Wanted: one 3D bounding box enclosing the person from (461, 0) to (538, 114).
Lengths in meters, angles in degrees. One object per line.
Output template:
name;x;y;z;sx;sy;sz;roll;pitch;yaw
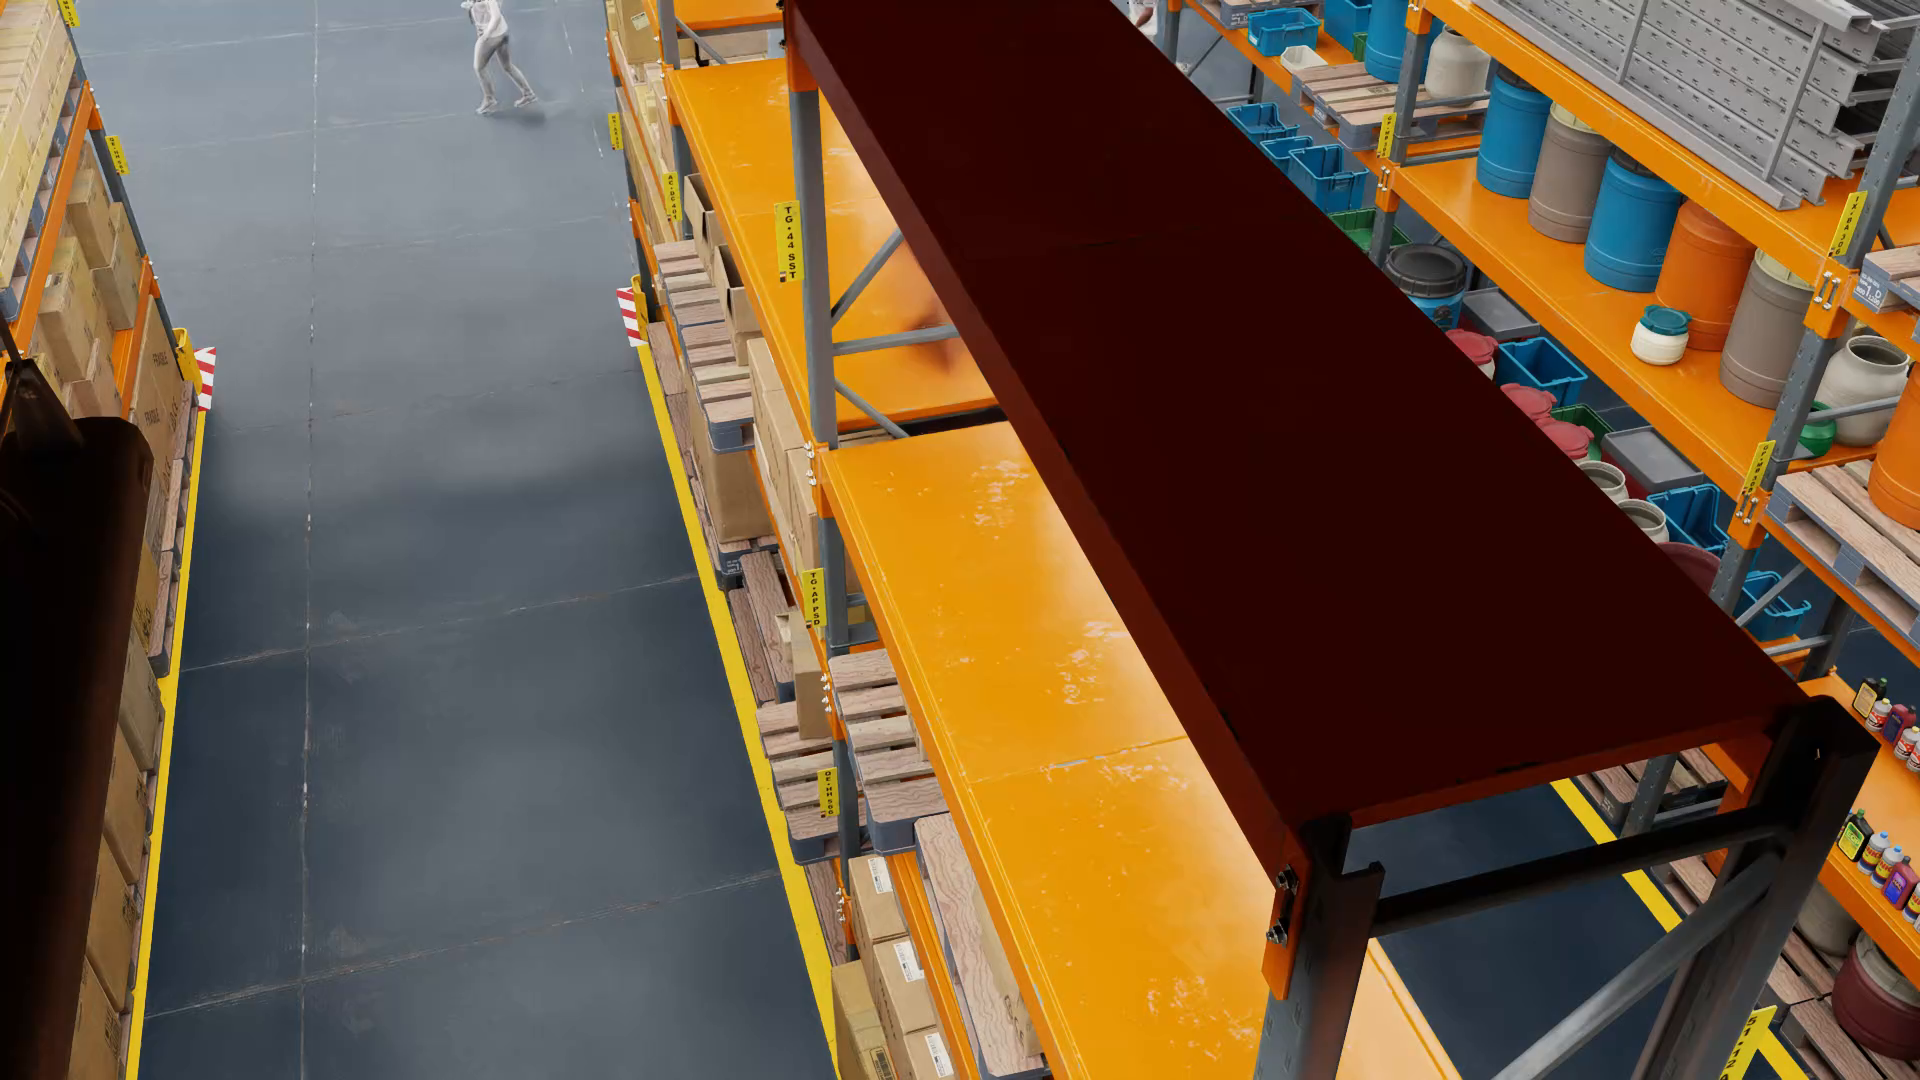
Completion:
person;-5.164;-5.560;18.470;0.725;1.746;0.598;8;39;10

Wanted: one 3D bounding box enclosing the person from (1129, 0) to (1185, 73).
person;2.097;-5.755;18.722;0.937;1.753;0.672;3;38;3
